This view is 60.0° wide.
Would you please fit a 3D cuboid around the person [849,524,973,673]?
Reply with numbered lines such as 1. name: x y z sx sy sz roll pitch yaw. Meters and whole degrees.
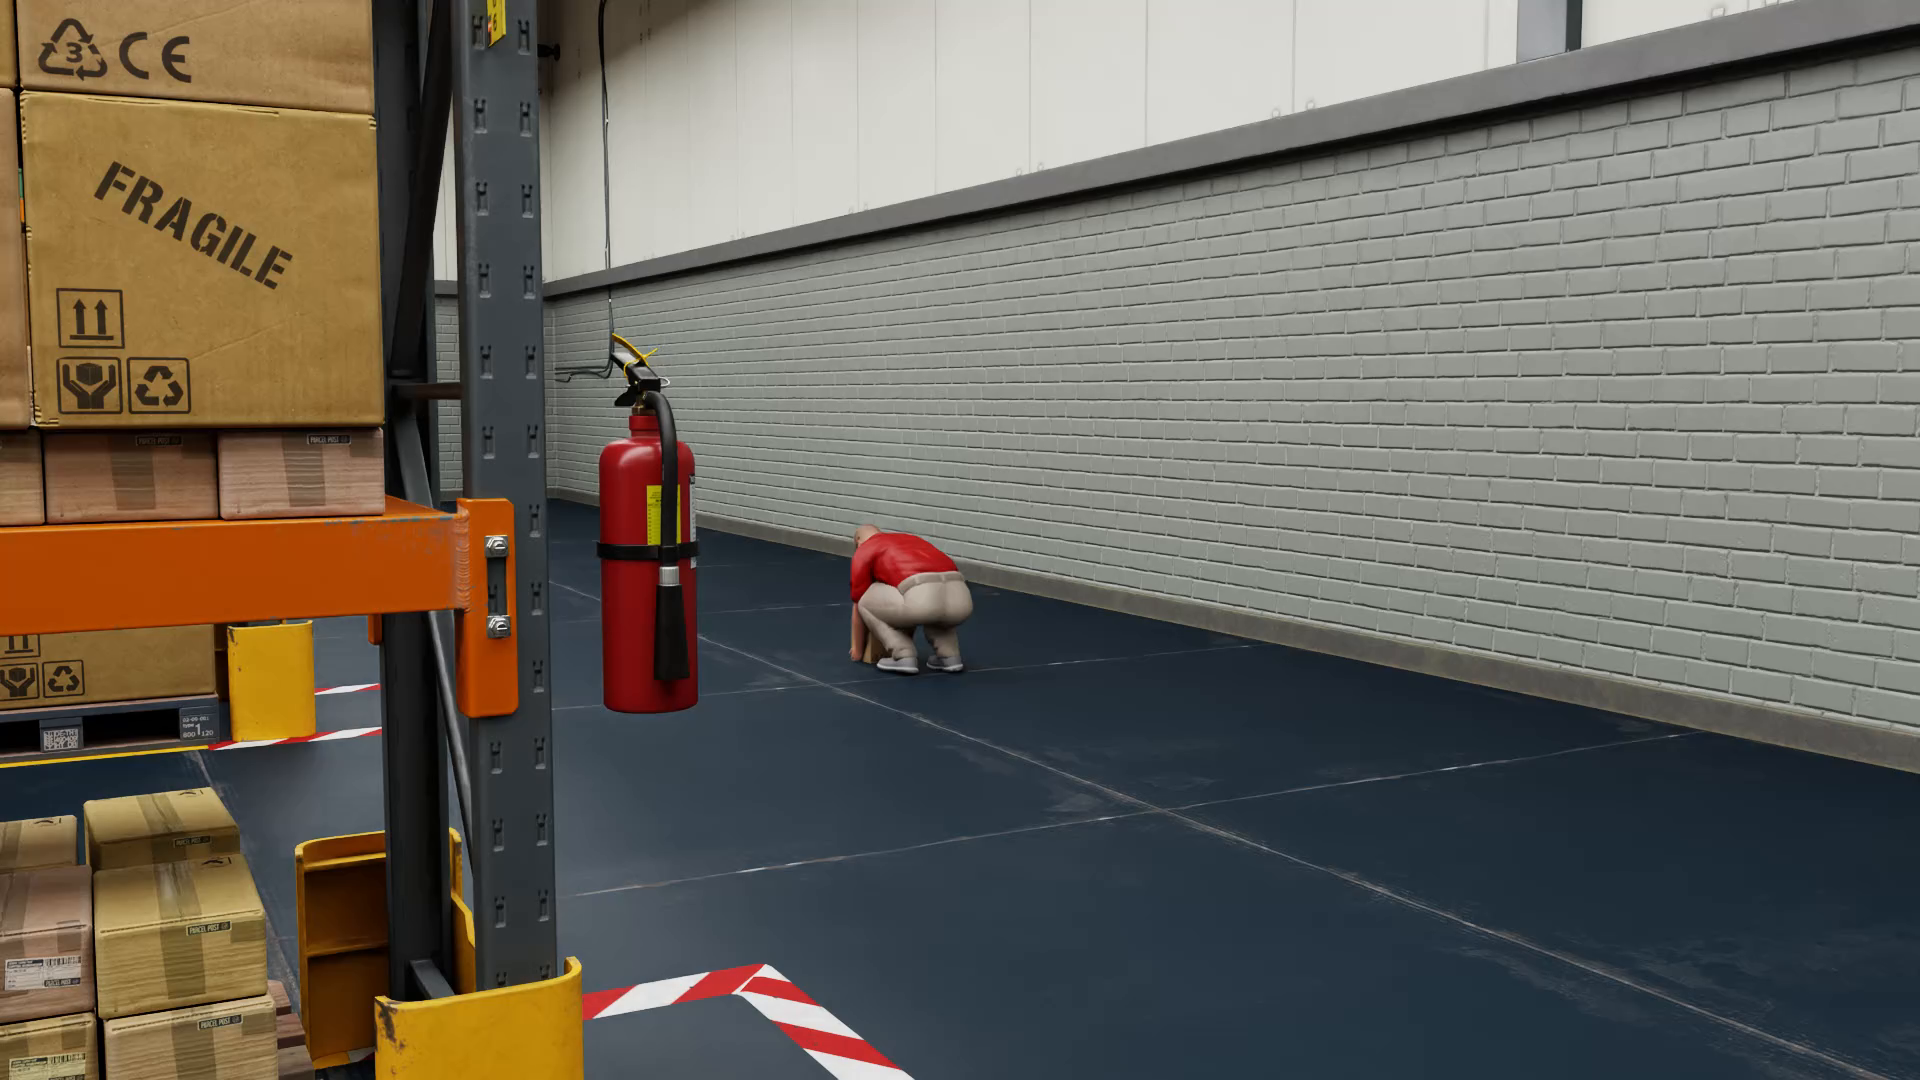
1. person: -0.295 0.362 9.178 0.537 0.860 0.894 -3 6 -29
